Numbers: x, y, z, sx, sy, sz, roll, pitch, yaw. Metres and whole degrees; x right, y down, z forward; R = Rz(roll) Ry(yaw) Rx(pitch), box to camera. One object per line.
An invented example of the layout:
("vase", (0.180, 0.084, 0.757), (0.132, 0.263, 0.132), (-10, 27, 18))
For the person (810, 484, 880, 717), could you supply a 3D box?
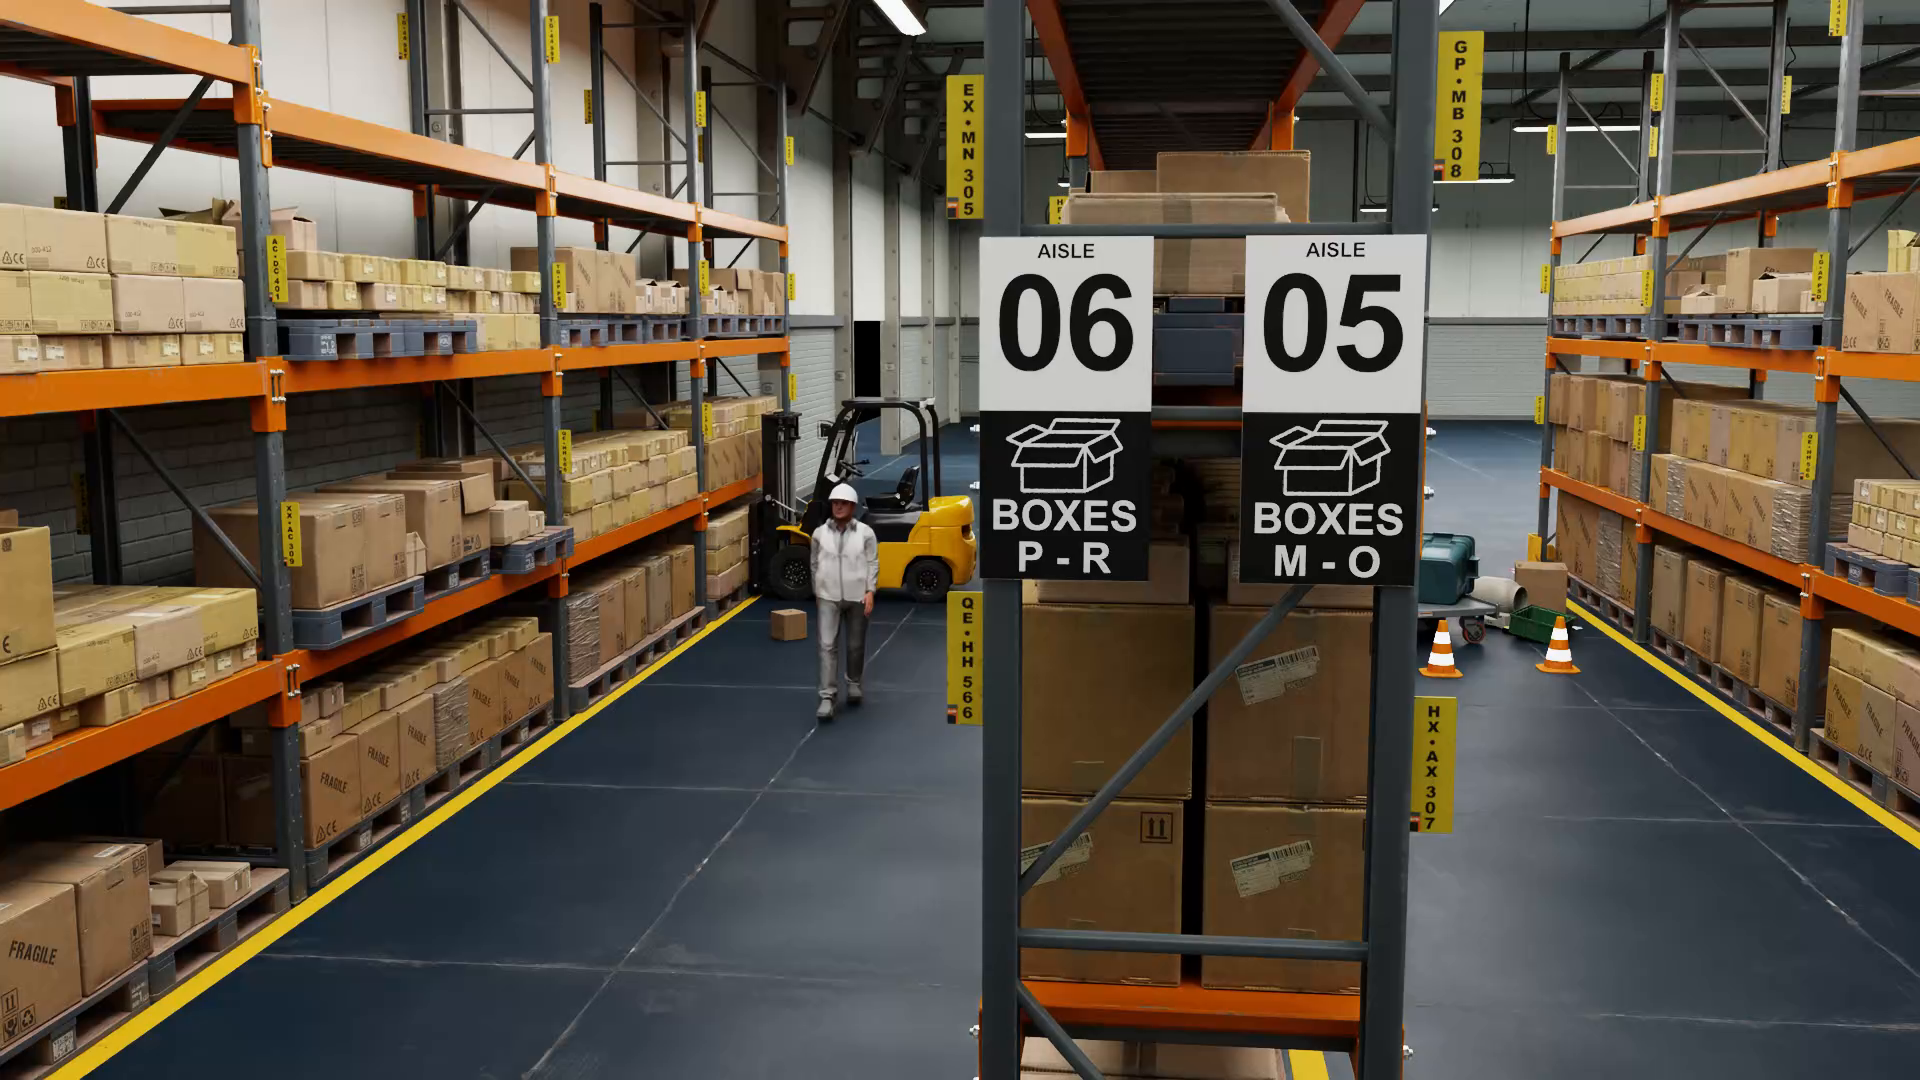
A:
("person", (-0.891, 0.436, 12.762), (0.549, 1.716, 1.018), (0, 8, 0))
